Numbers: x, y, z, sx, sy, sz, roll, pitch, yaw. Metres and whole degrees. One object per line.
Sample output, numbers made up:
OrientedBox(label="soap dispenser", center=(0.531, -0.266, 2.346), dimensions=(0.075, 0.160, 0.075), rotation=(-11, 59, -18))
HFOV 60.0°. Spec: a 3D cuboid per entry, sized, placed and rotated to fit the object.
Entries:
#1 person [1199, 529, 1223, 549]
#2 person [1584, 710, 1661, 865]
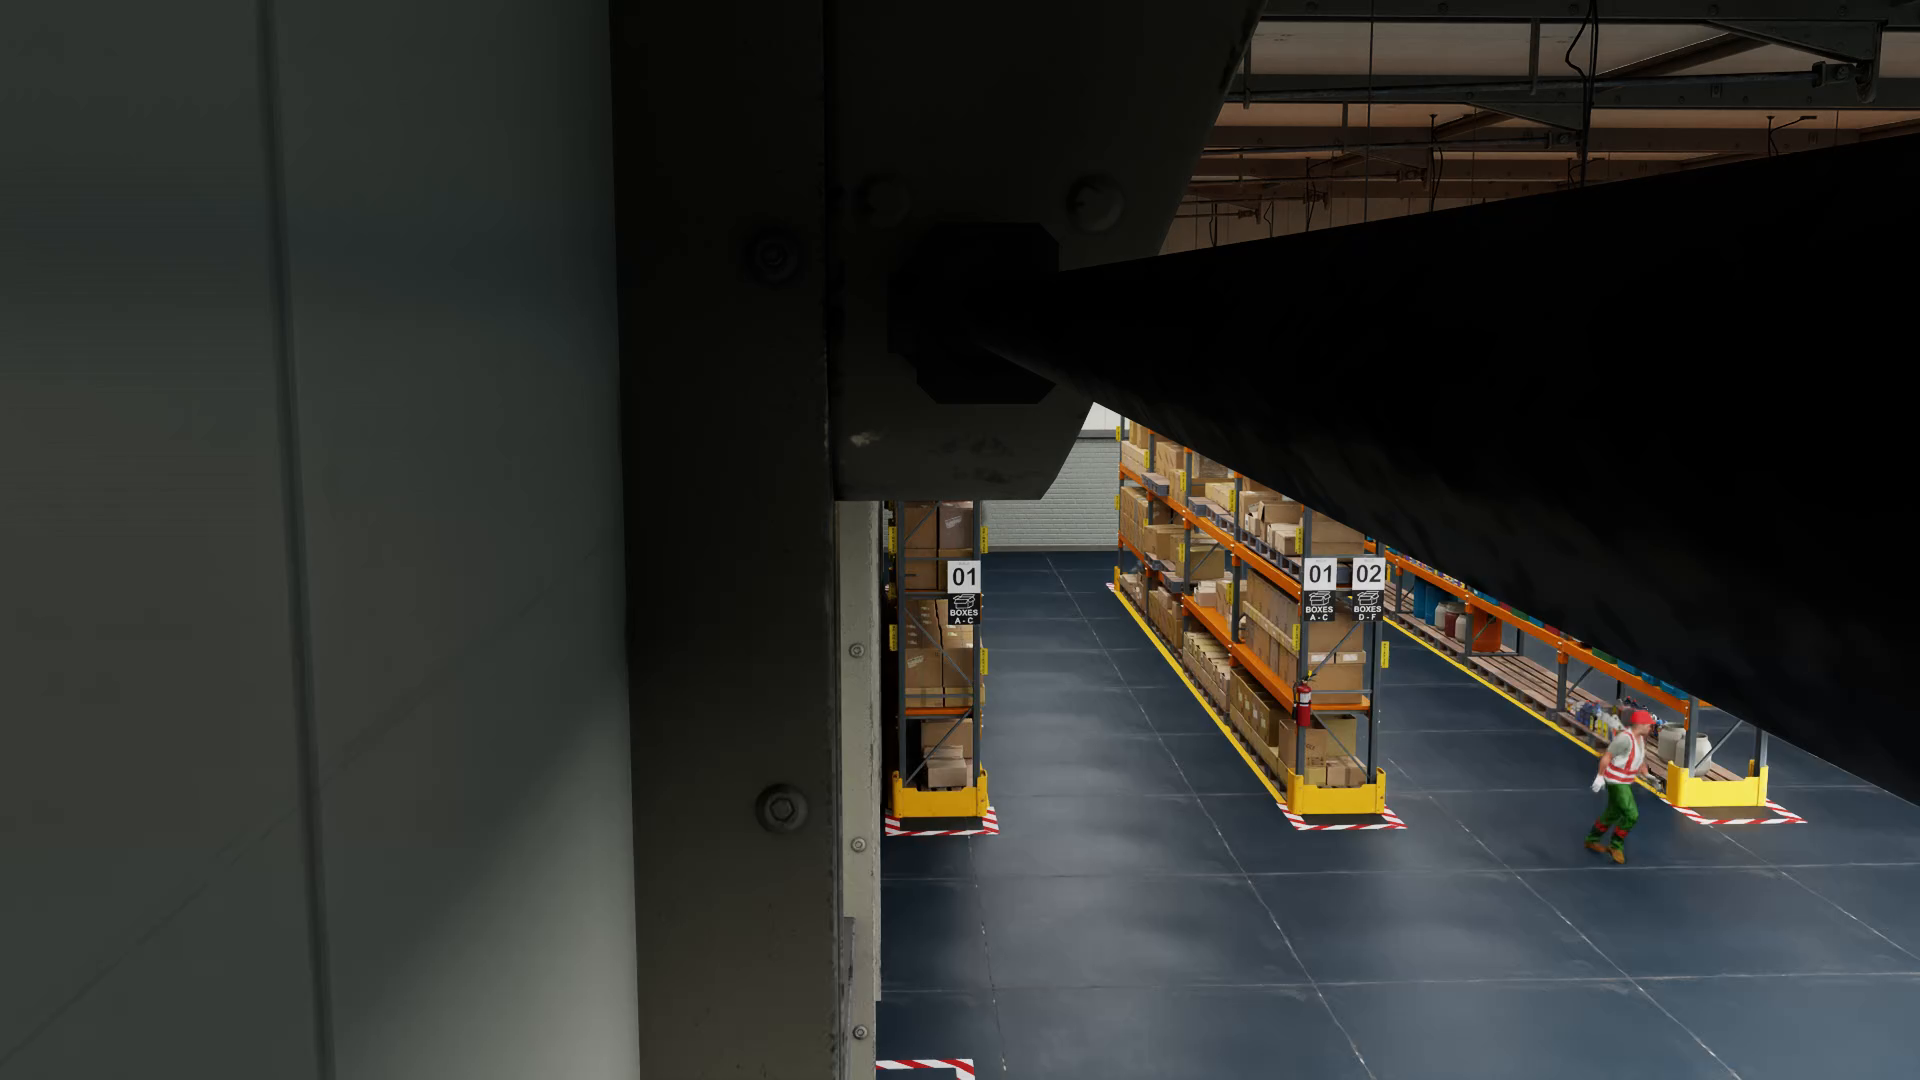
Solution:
OrientedBox(label="person", center=(5.586, 0.213, 36.550), dimensions=(0.611, 1.733, 0.844), rotation=(-6, 10, -35))
OrientedBox(label="person", center=(7.531, 2.768, 18.959), dimensions=(0.737, 1.730, 0.658), rotation=(7, 11, 42))
